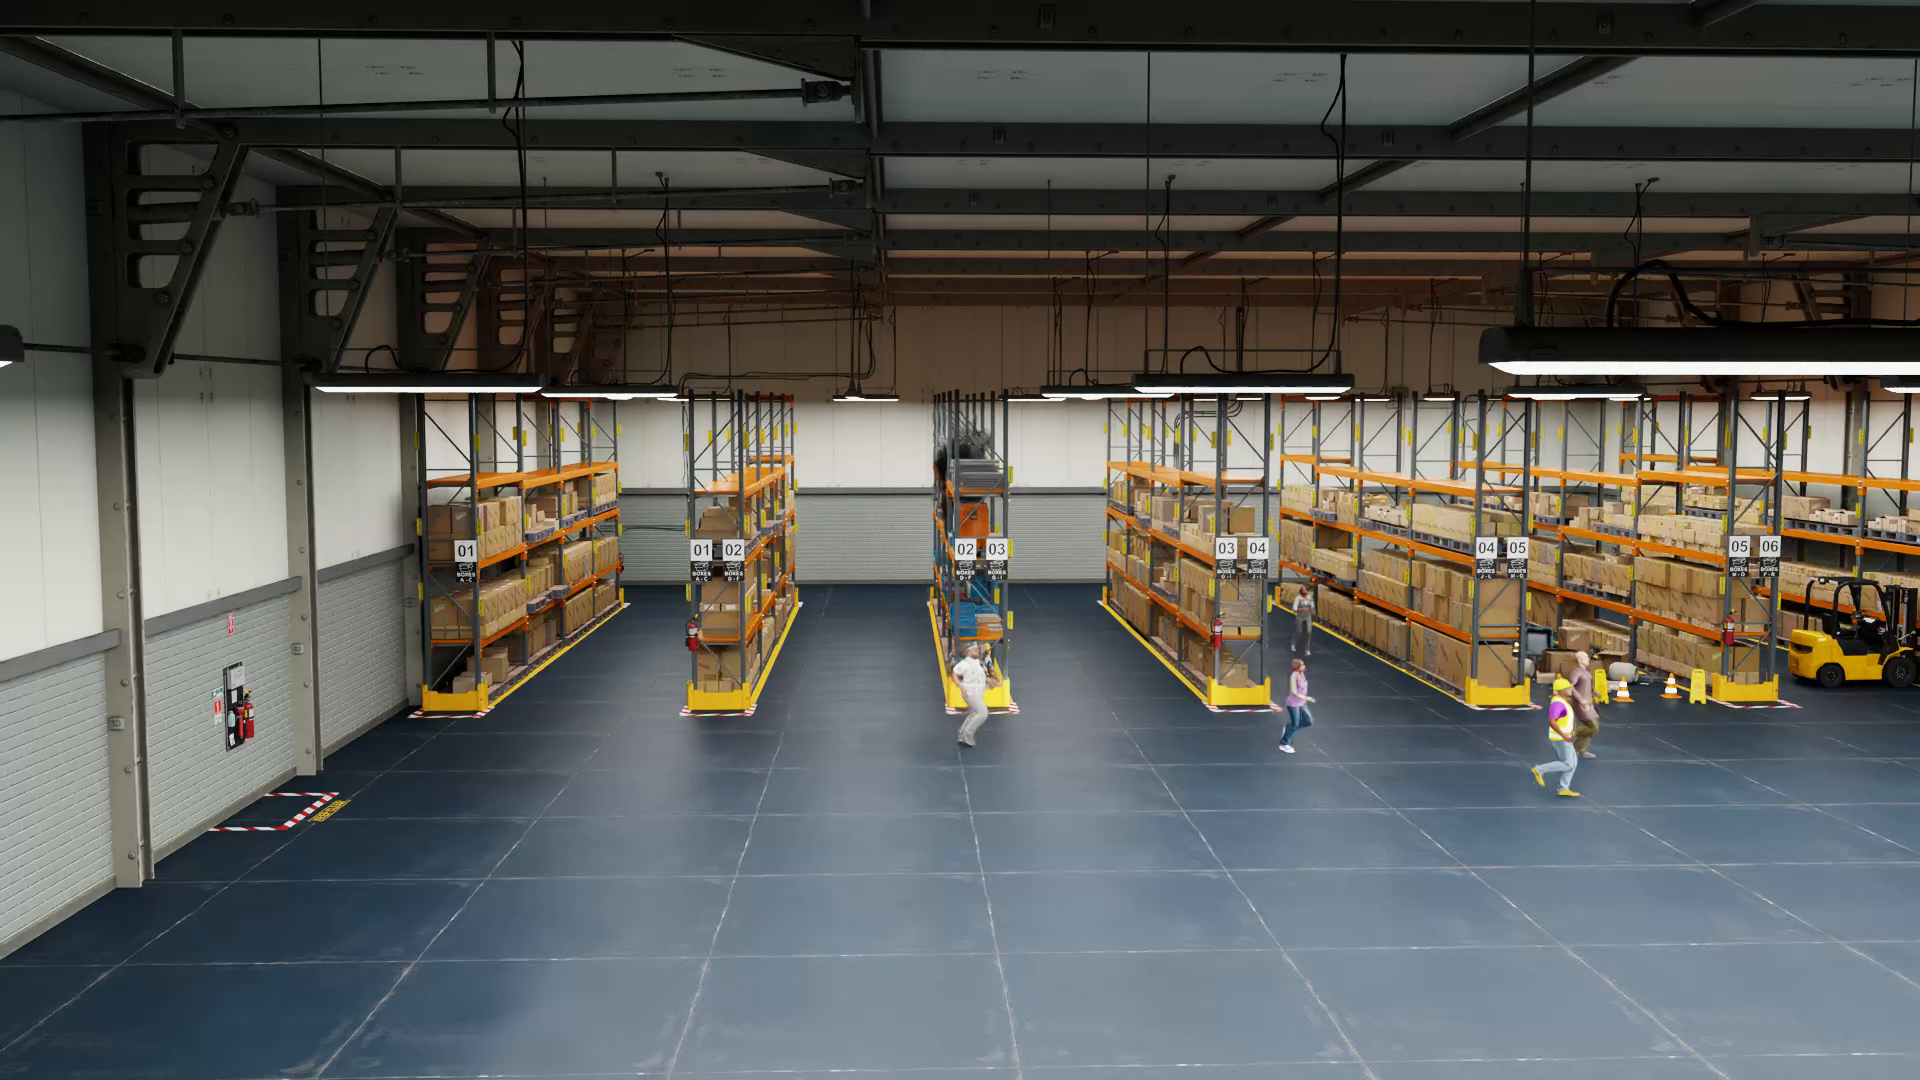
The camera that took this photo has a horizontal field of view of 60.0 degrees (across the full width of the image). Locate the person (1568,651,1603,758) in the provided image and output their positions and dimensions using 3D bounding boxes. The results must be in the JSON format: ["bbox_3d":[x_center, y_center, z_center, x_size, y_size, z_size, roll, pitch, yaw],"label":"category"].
[{"bbox_3d":[10.064,2.665,26.963,0.637,1.733,0.710,3,5,30],"label":"person"}]

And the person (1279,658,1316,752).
[{"bbox_3d":[5.580,2.717,27.392,0.630,1.555,0.567,3,6,33],"label":"person"}]

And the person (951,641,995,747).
[{"bbox_3d":[0.255,2.574,27.835,0.680,1.772,0.647,2,5,21],"label":"person"}]

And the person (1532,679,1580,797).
[{"bbox_3d":[8.748,2.889,24.353,0.677,1.726,0.697,2,5,23],"label":"person"}]

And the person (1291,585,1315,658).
[{"bbox_3d":[7.826,1.832,37.935,0.548,1.628,0.851,0,5,-5],"label":"person"}]
